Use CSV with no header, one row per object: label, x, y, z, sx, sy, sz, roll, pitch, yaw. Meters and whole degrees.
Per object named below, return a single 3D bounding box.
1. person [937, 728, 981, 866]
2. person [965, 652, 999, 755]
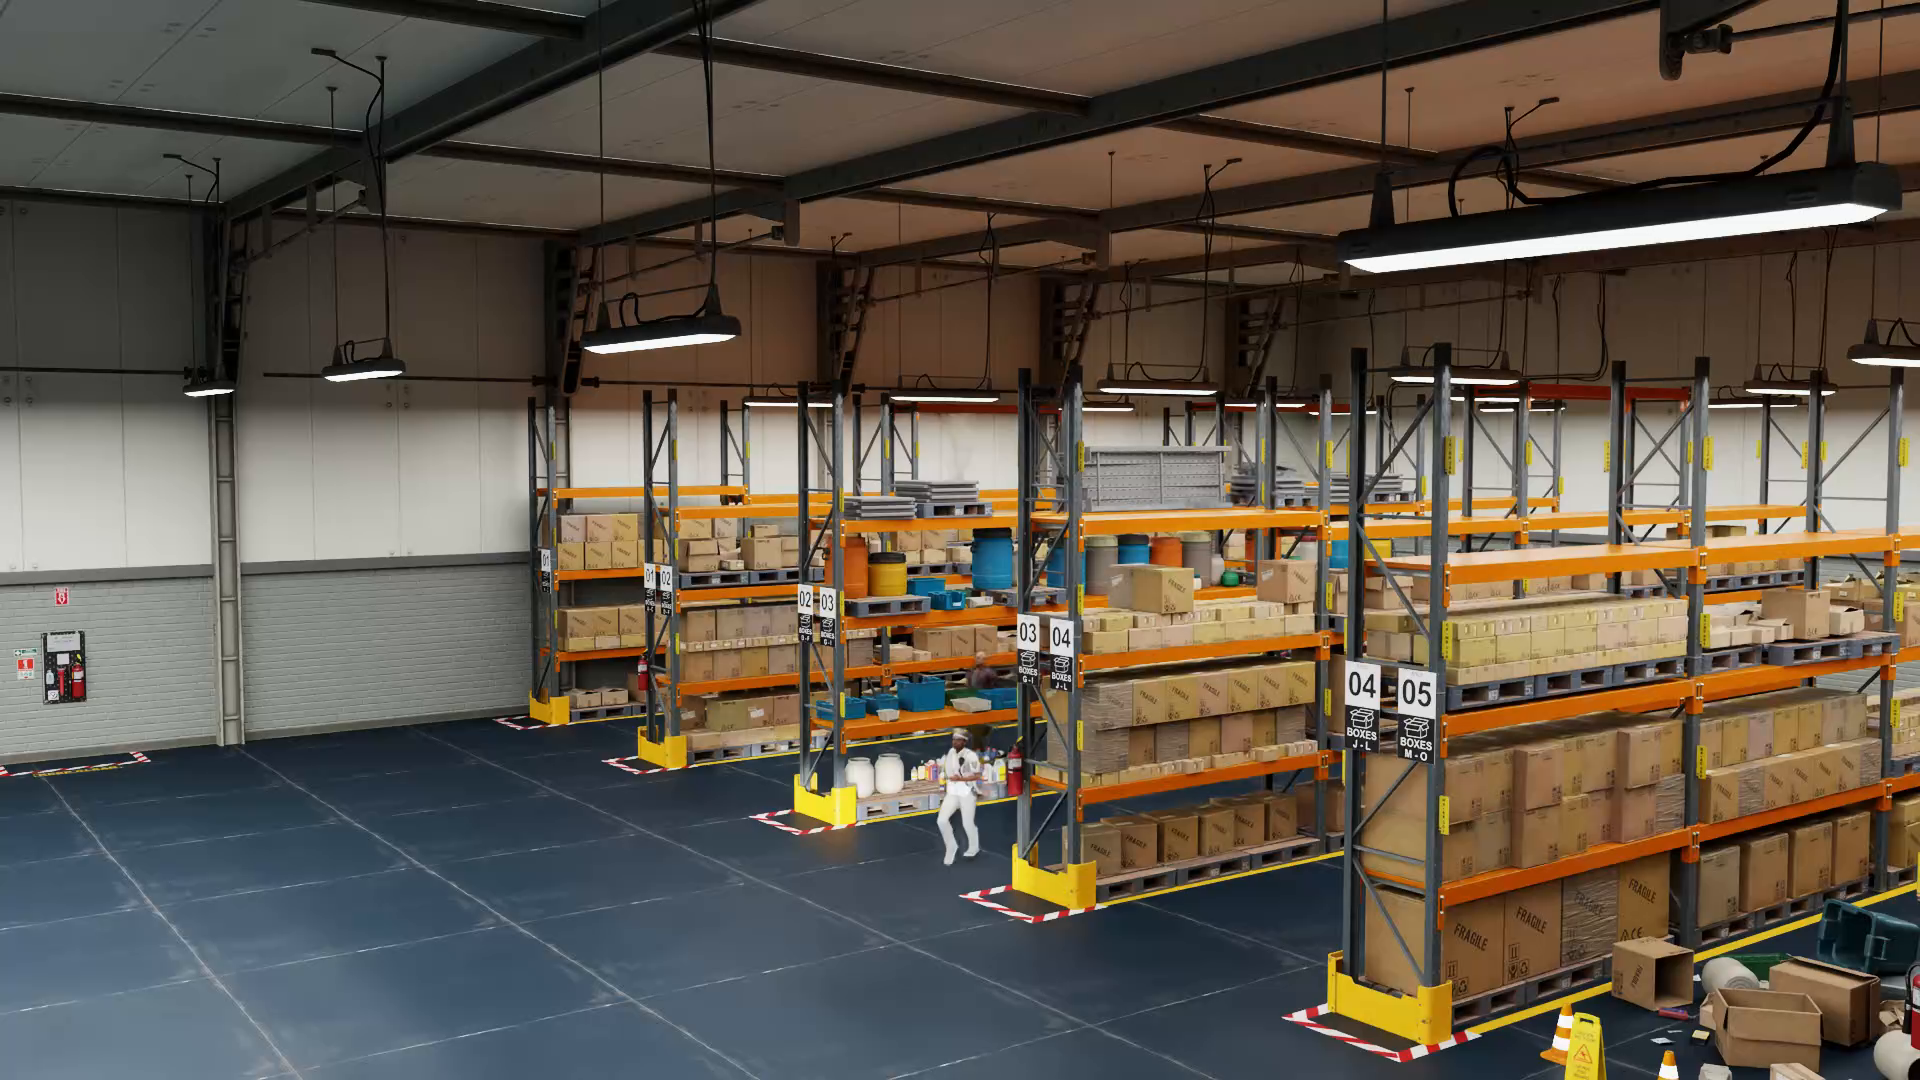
person,0.033,3.129,20.352,0.560,1.713,0.752,2,4,30
person,0.370,2.704,27.305,0.653,1.750,0.724,-3,5,-45
